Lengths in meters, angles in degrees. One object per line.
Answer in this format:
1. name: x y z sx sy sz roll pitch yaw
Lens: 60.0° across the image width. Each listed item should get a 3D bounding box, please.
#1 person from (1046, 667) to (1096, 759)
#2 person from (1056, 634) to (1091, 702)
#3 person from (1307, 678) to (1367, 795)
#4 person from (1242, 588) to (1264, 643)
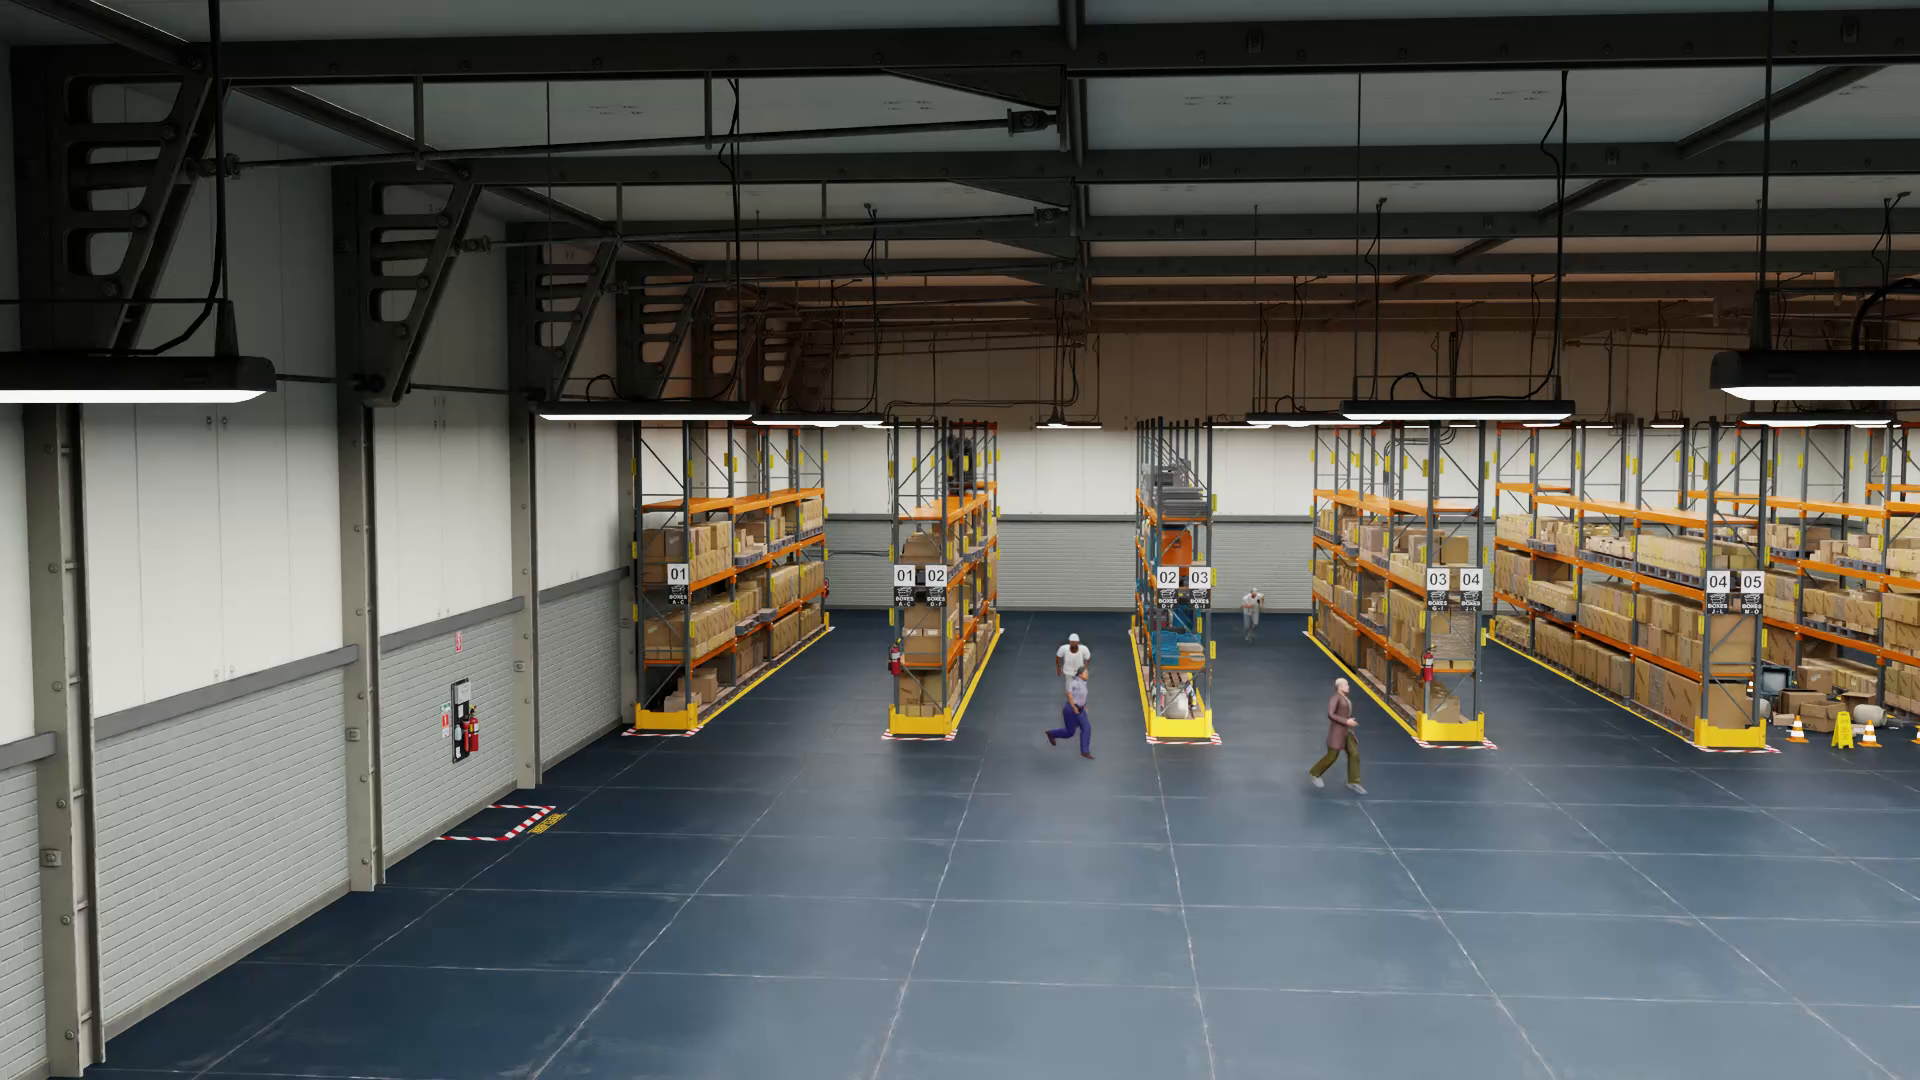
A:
1. person: 1.969 3.036 29.244 0.921 1.644 0.606 2 4 28
2. person: 2.285 2.711 33.521 0.695 1.690 0.810 0 4 -2
3. person: 6.061 3.100 26.489 1.011 1.801 0.750 3 5 40
4. person: 7.922 2.030 45.025 0.640 1.556 0.940 0 4 -3
